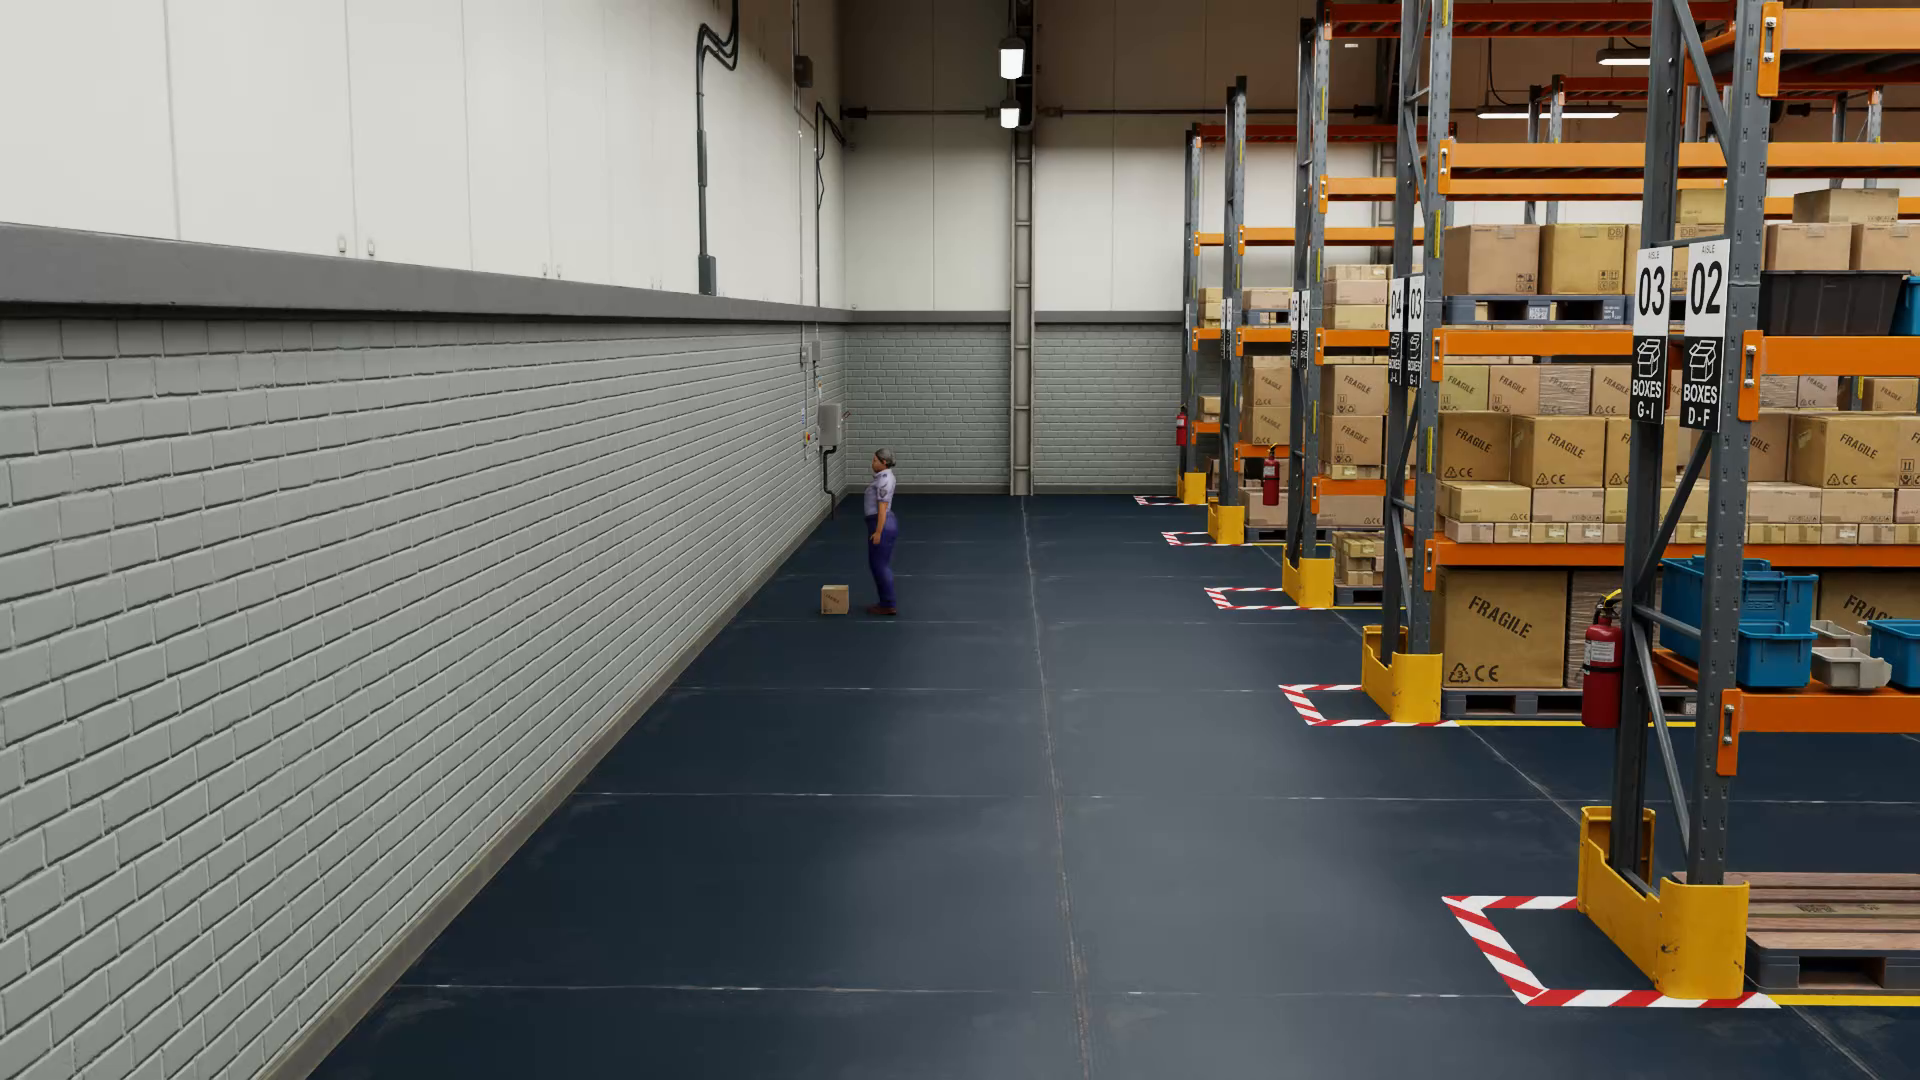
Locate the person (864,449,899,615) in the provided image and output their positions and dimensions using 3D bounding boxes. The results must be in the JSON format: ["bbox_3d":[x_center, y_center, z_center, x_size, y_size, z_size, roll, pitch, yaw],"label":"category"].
[{"bbox_3d":[-0.784,-0.087,16.552,0.343,1.648,0.462,0,7,2],"label":"person"}]
